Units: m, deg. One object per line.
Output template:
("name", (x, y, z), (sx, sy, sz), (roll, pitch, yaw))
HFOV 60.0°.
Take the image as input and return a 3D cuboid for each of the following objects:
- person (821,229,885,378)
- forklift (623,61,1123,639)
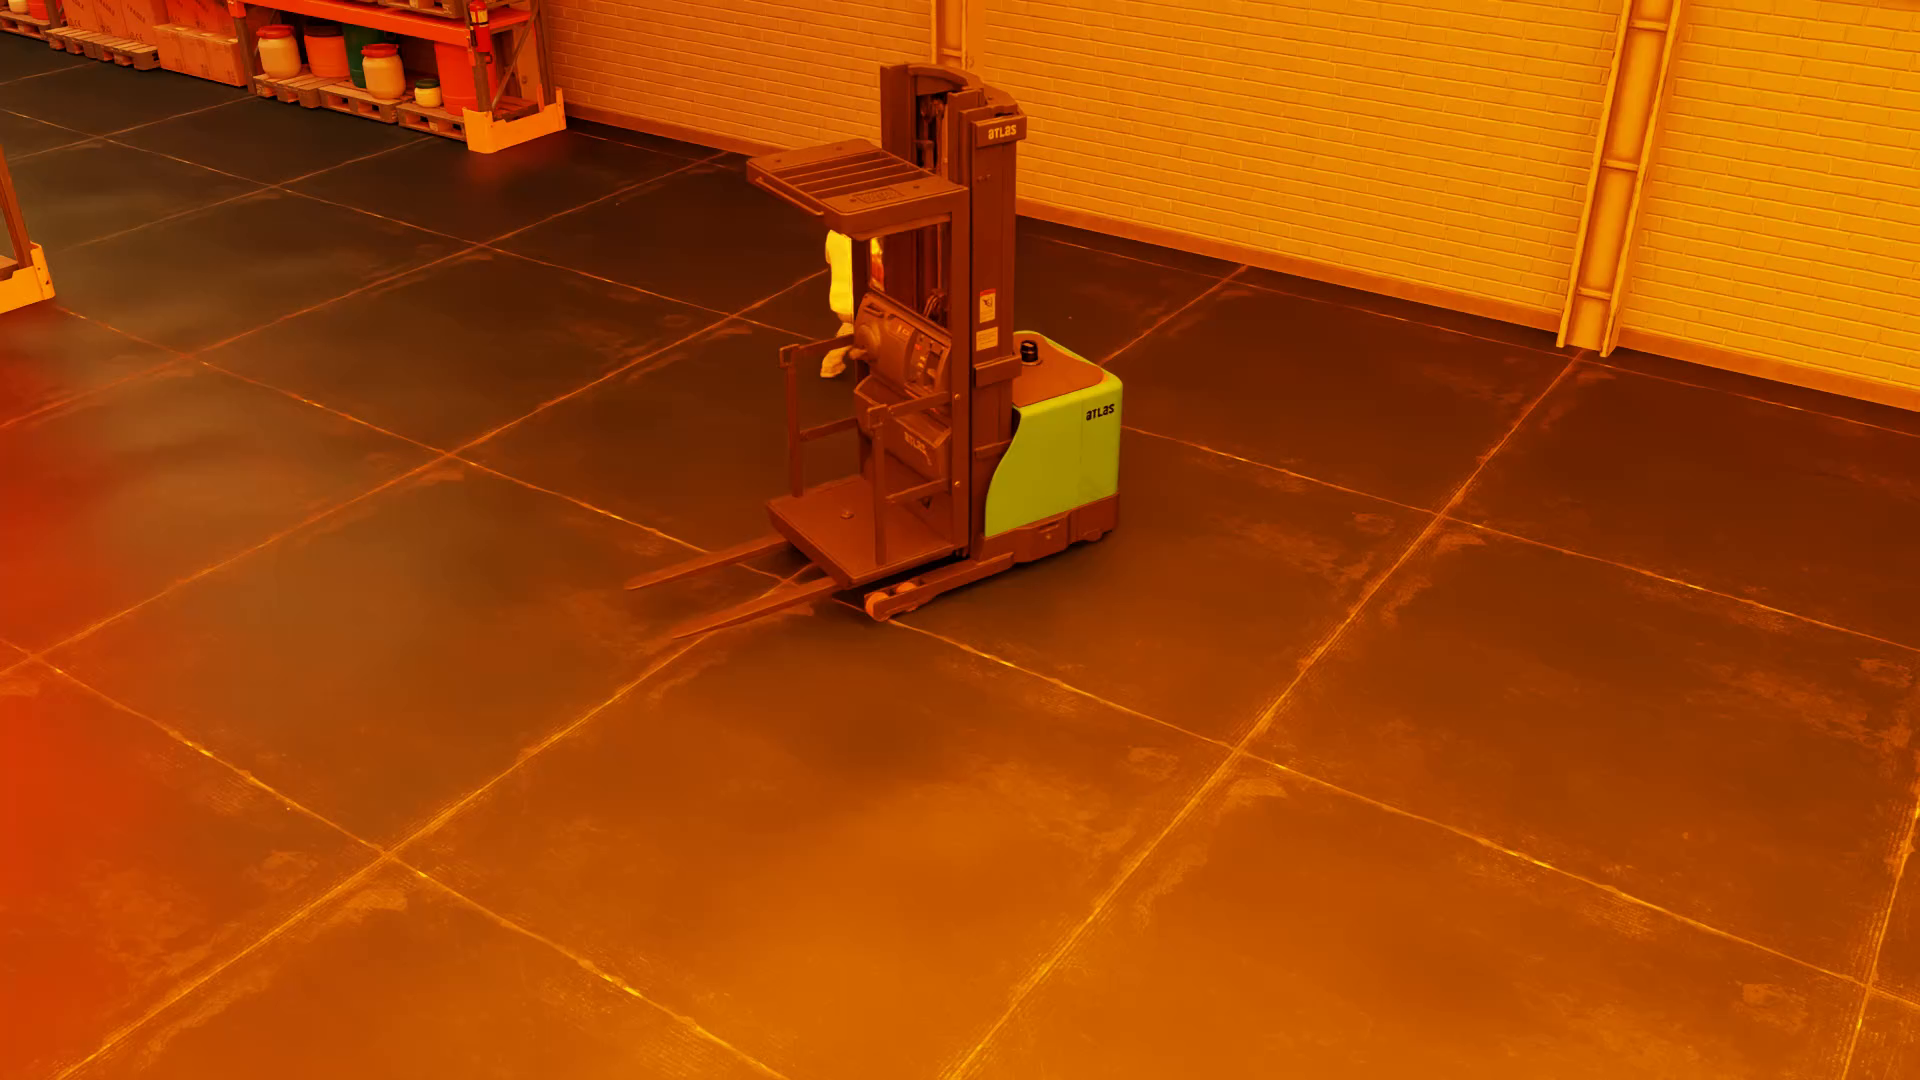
("person", (-0.662, -1.844, 12.228), (0.835, 1.523, 0.683), (22, 37, 33))
("forklift", (-0.507, -1.097, 9.471), (3.031, 2.935, 1.130), (-19, 35, -29))
